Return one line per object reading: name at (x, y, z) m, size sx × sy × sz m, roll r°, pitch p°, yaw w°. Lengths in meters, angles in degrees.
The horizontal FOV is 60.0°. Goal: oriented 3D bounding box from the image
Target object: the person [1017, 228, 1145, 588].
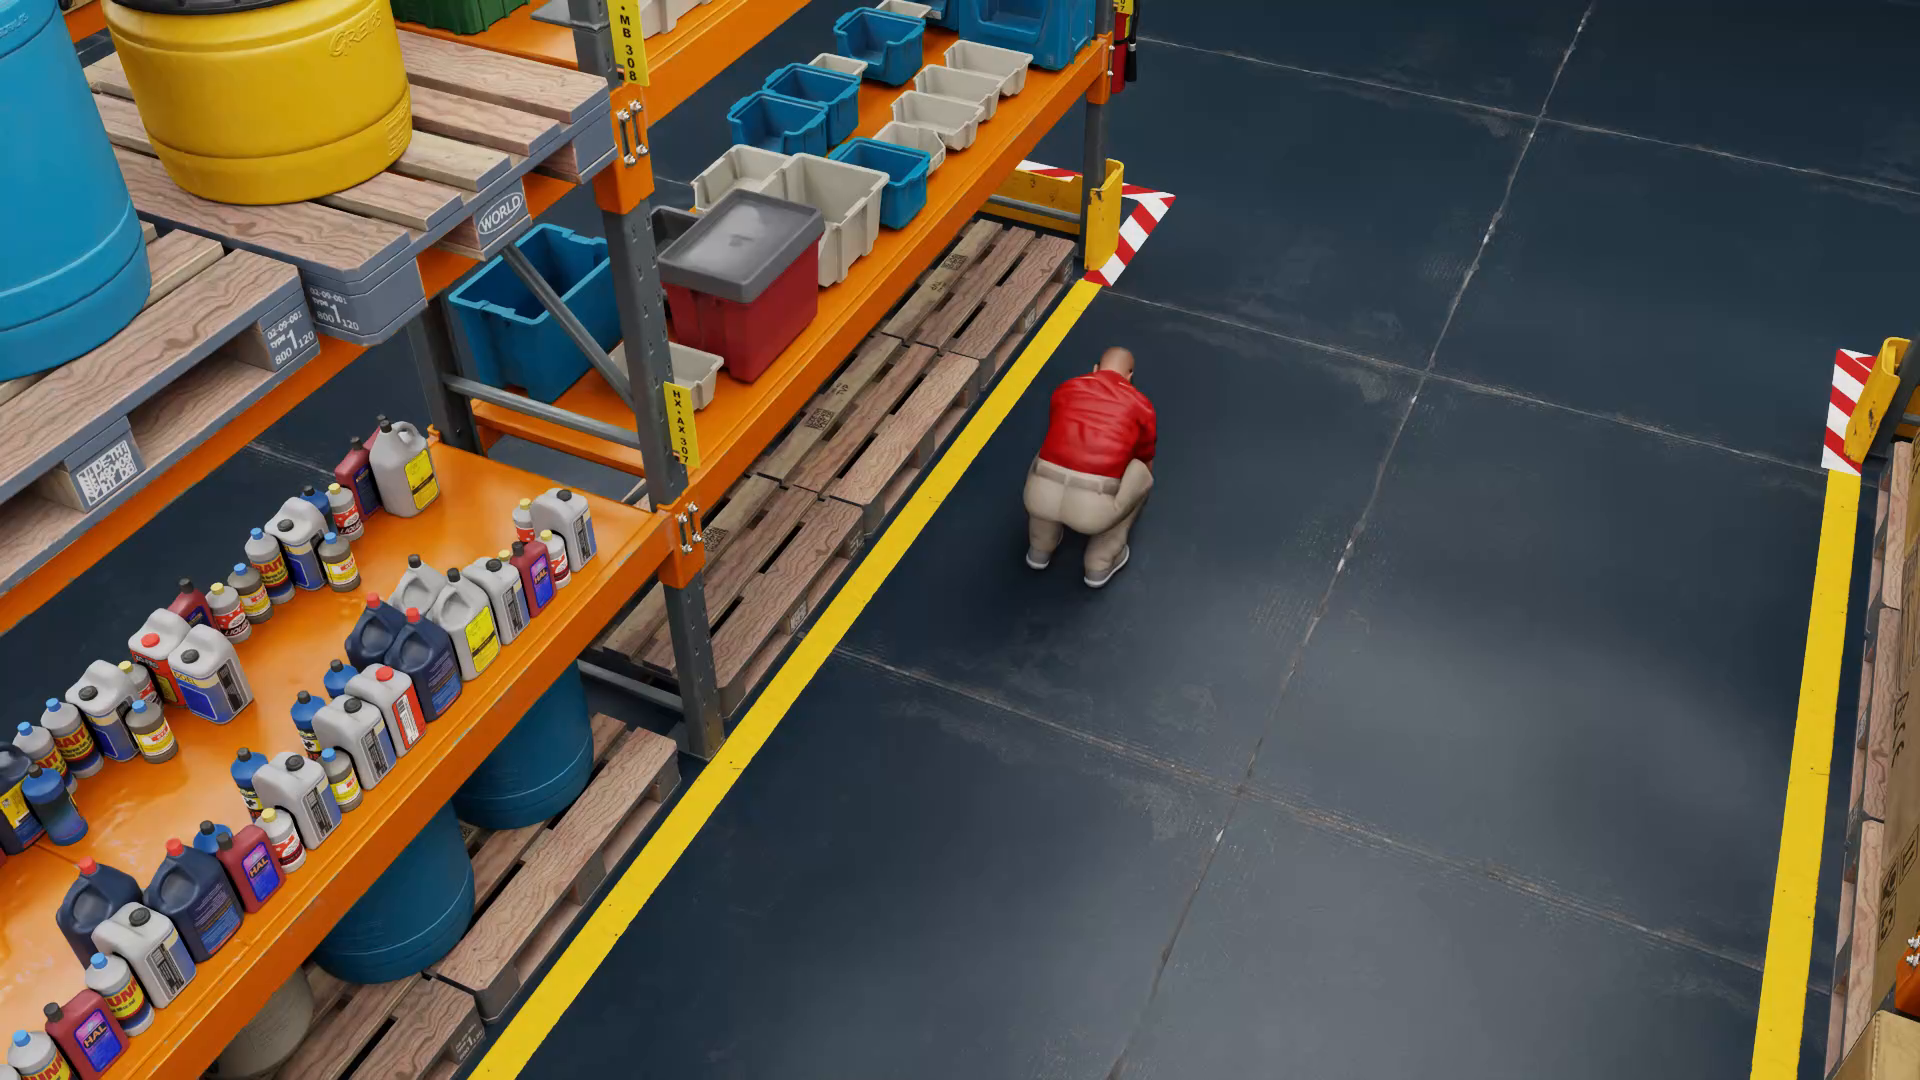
person at (0.515, -0.594, 6.847) m, size 0.494 × 1.712 × 0.537 m, roll 17°, pitch 45°, yaw 19°
